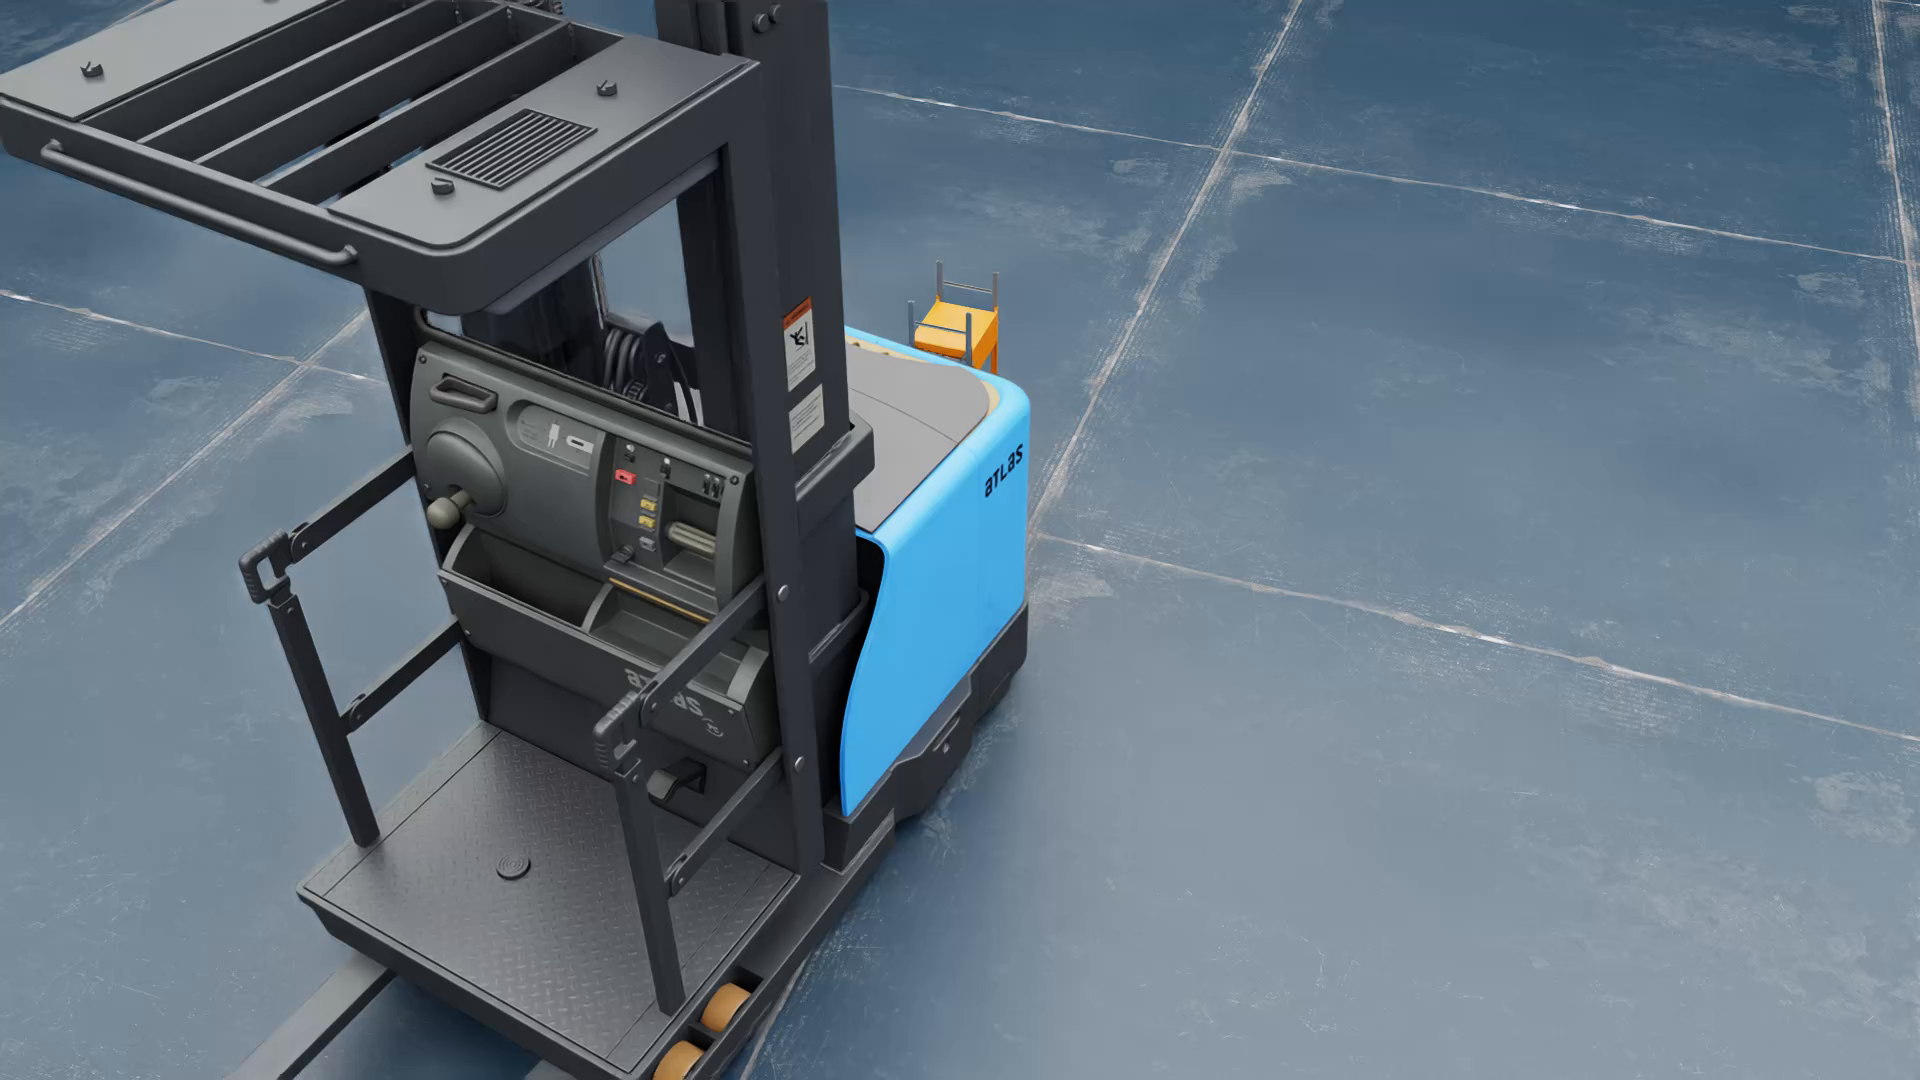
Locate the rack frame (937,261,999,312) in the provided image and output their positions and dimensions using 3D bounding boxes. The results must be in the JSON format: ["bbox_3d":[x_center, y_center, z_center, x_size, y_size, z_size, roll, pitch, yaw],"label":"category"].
[{"bbox_3d":[0.023,-0.441,5.458,0.200,1.050,0.008,13,42,15],"label":"rack frame"}]

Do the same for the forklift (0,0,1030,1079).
[{"bbox_3d":[-0.969,-0.056,3.558,1.130,2.935,3.031,21,45,23],"label":"forklift"}]

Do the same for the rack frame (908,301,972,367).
[{"bbox_3d":[-0.060,-0.292,5.284,0.200,1.050,0.008,13,42,15],"label":"rack frame"}]

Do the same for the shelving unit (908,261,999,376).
[{"bbox_3d":[-0.018,-0.367,5.371,0.215,1.050,0.252,13,42,15],"label":"shelving unit"}]

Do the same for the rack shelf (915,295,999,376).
[{"bbox_3d":[-0.018,-0.575,5.194,0.215,0.259,0.240,13,42,15],"label":"rack shelf"}]
